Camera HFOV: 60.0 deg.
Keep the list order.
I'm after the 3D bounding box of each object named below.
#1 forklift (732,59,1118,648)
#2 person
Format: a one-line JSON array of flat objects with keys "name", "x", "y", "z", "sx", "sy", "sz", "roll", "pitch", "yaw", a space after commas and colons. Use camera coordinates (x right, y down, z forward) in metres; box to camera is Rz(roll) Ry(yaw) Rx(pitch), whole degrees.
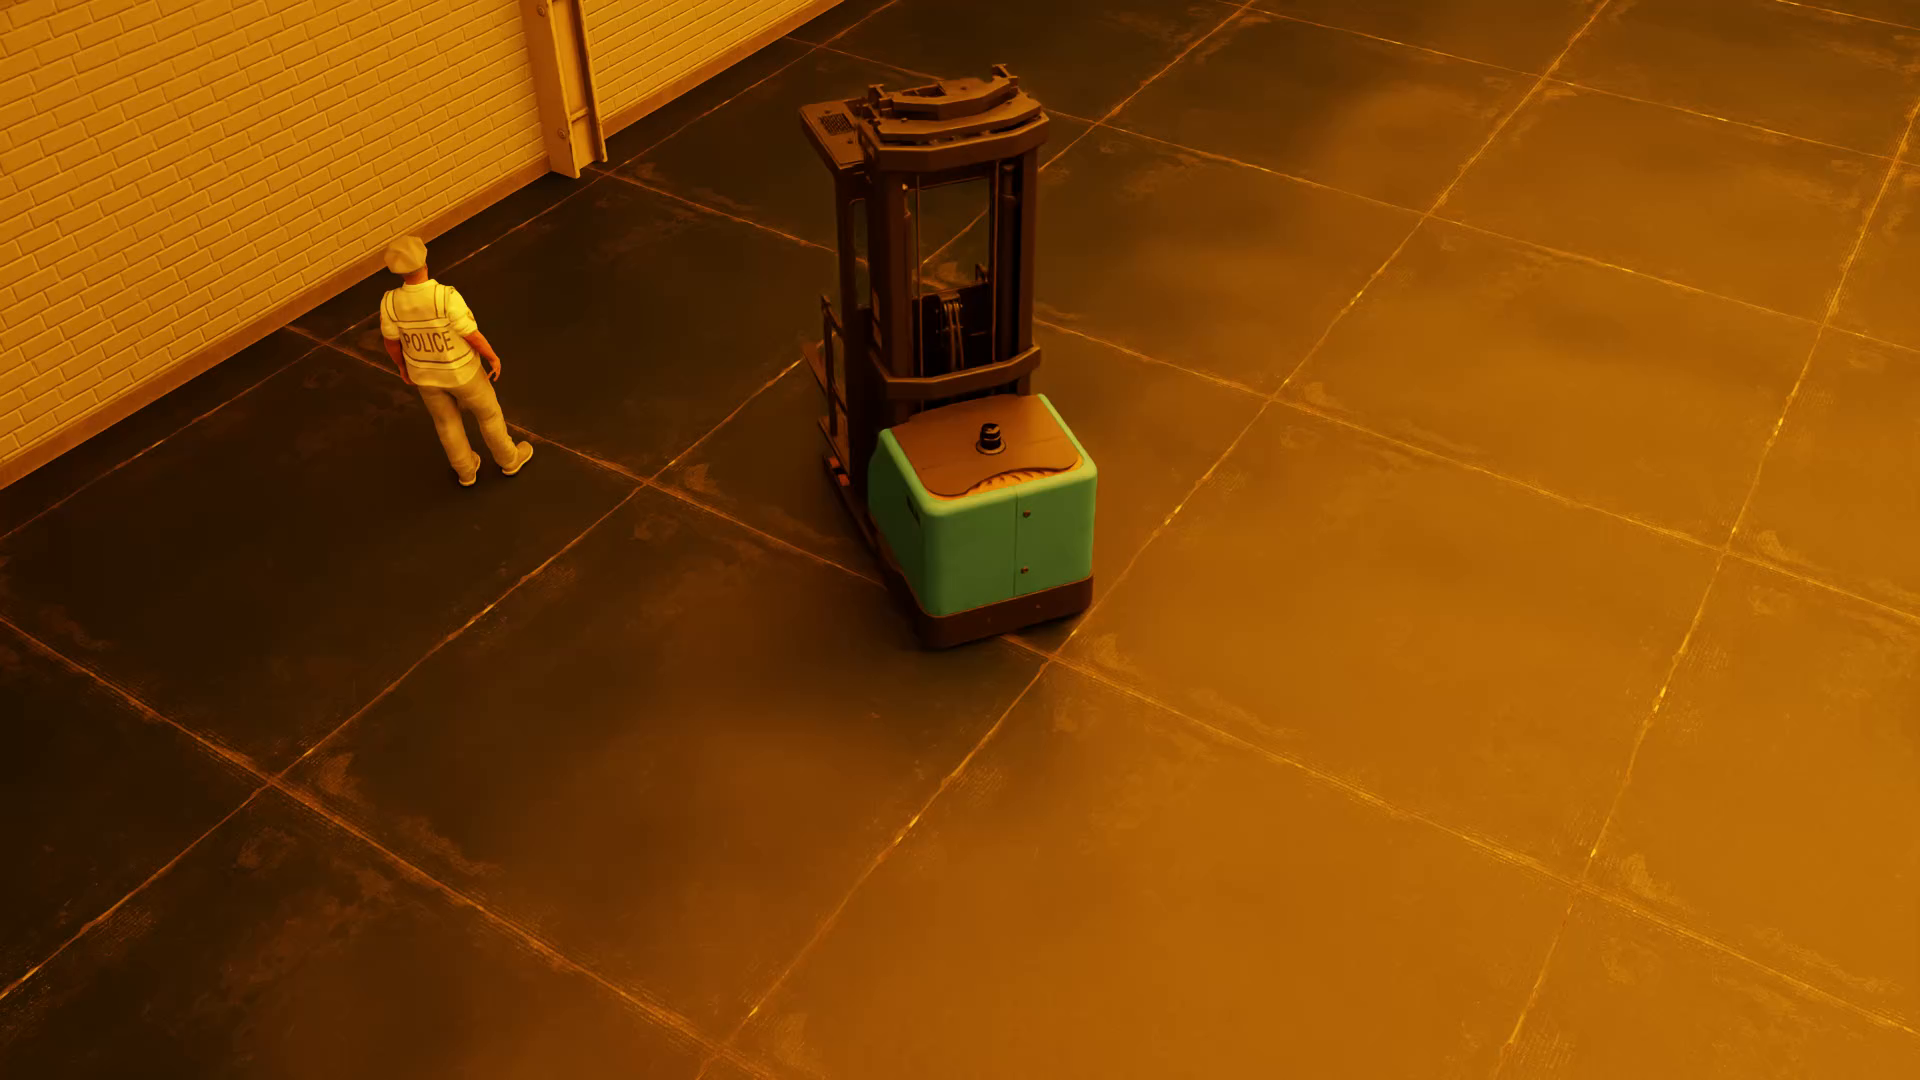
[{"name": "forklift", "x": -0.381, "y": -1.414, "z": 9.635, "sx": 1.130, "sy": 2.935, "sz": 3.031, "roll": -25, "pitch": 46, "yaw": -27}, {"name": "person", "x": -42232.545, "y": -17314.933, "z": 20441.335, "sx": 85289.689, "sy": 2.666, "sz": 52229.699, "roll": 1, "pitch": 40, "yaw": 1}]
